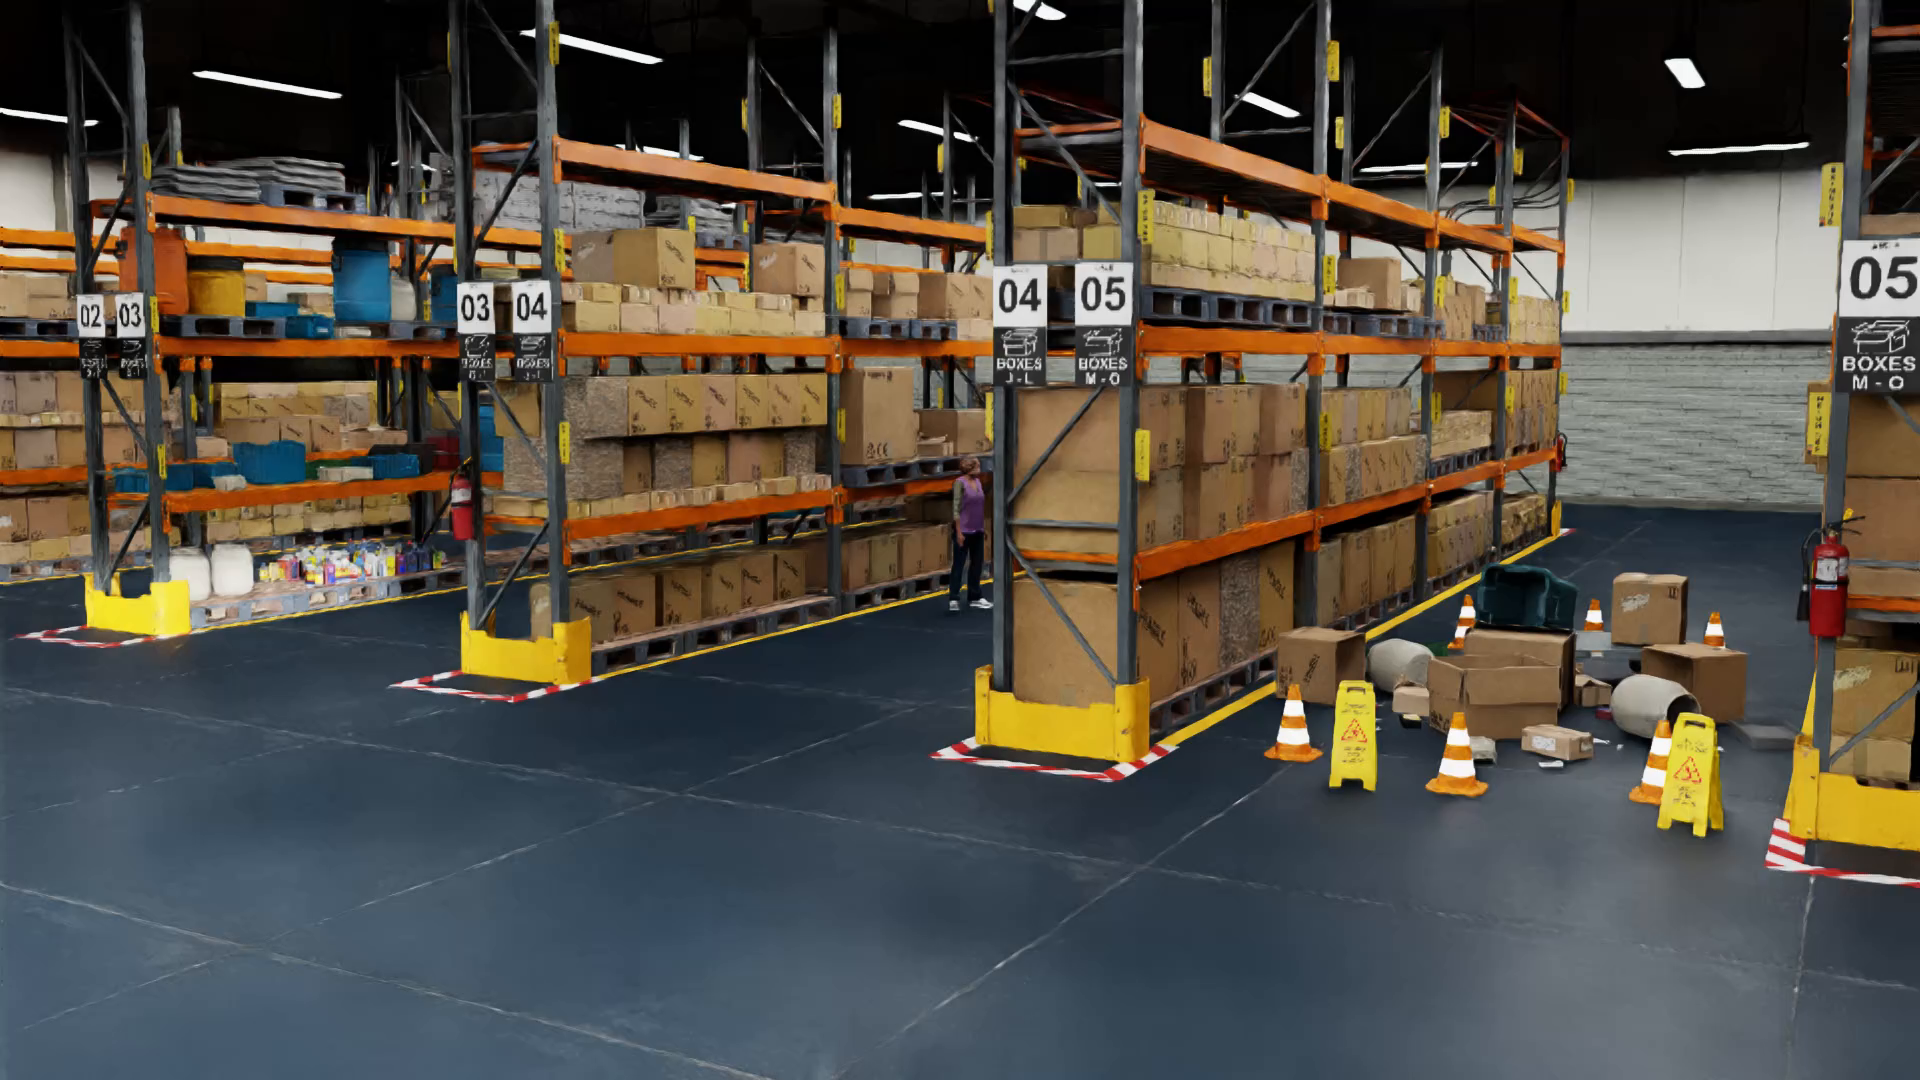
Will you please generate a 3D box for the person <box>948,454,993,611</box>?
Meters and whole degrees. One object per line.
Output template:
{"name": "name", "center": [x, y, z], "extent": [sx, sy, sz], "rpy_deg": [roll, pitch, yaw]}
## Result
{"name": "person", "center": [0.092, -0.062, 17.090], "extent": [0.364, 1.561, 0.498], "rpy_deg": [6, 9, 44]}
